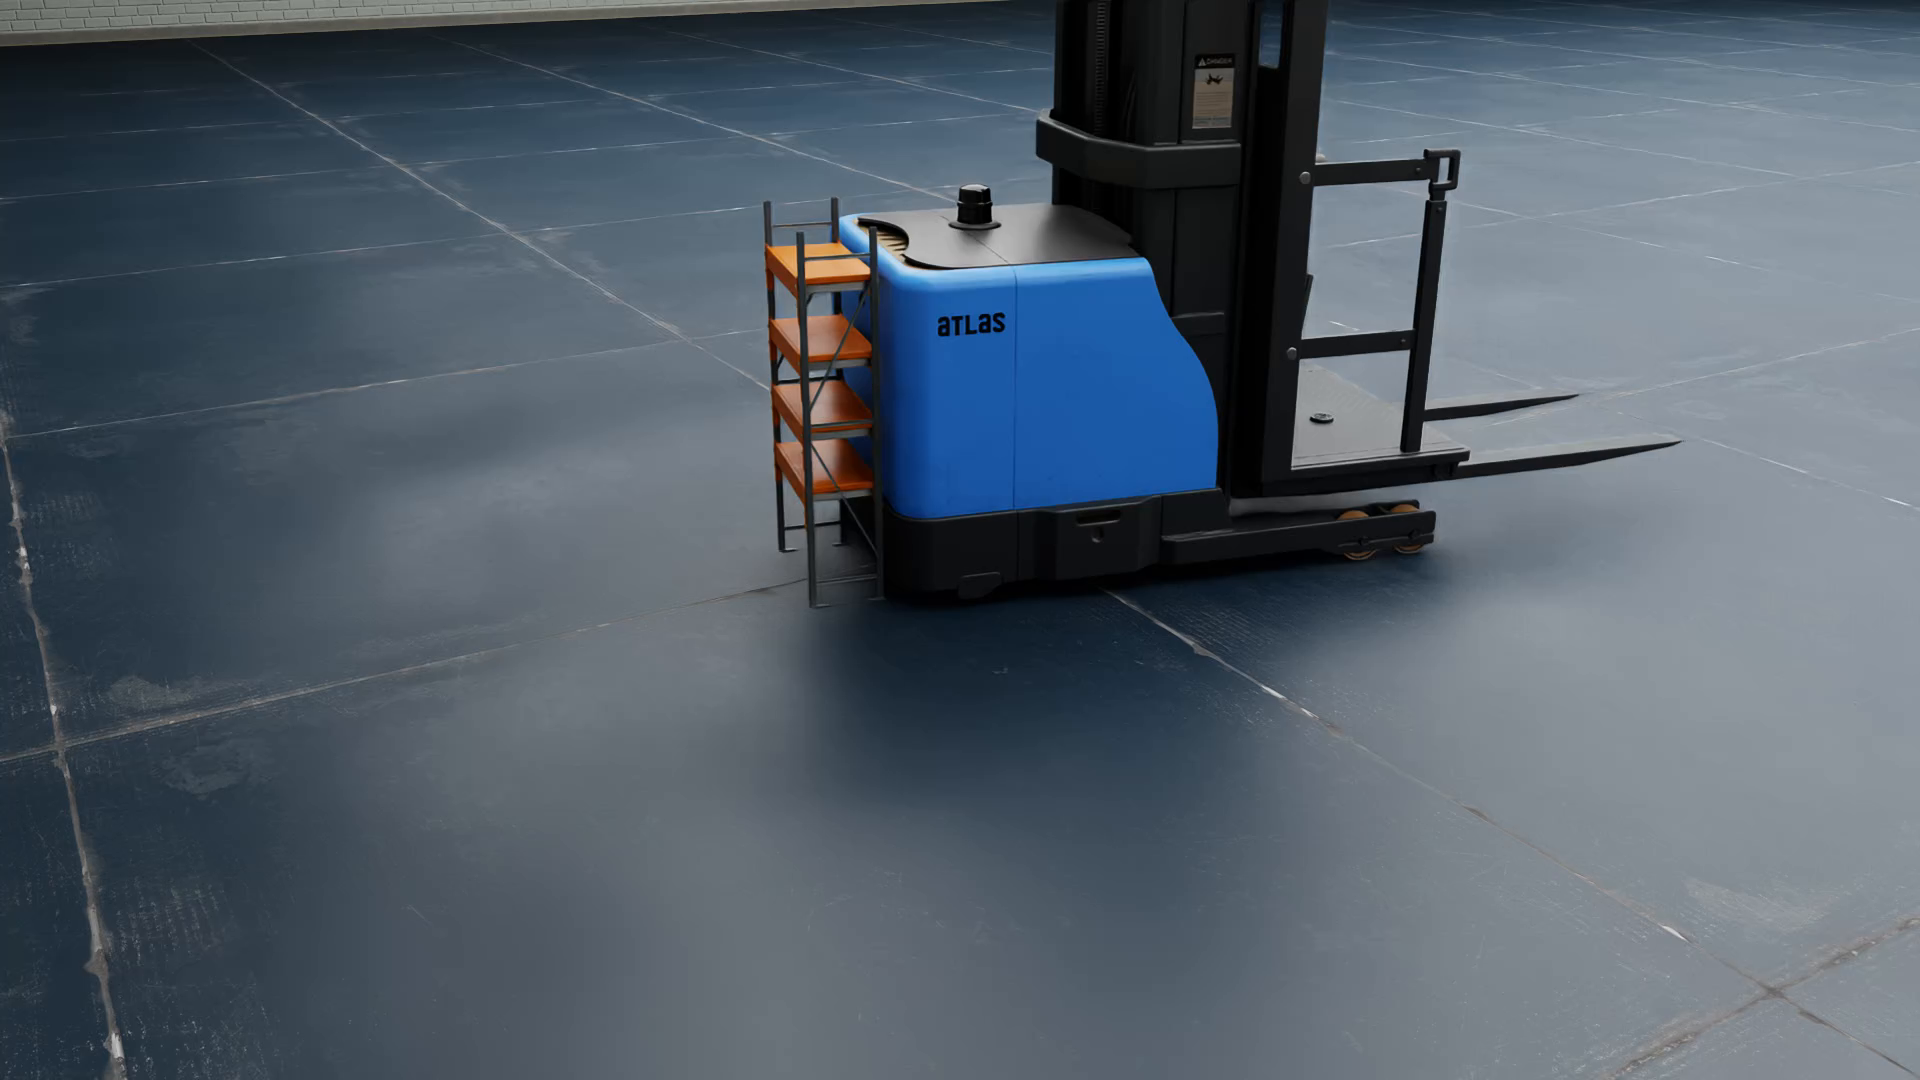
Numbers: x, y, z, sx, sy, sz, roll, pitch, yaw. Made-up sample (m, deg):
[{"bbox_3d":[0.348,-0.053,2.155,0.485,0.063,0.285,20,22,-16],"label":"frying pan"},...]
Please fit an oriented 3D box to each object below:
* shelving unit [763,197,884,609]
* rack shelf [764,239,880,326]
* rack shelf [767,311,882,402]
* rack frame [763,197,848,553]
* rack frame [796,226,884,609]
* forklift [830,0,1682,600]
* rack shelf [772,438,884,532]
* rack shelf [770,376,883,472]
[{"bbox_3d":[-0.433,-0.440,5.302,0.258,1.200,0.503,-7,23,-16],"label":"shelving unit"},{"bbox_3d":[-0.433,-0.804,5.154,0.258,0.148,0.480,-7,23,-16],"label":"rack shelf"},{"bbox_3d":[-0.433,-0.585,5.243,0.258,0.148,0.480,-7,23,-16],"label":"rack shelf"},{"bbox_3d":[-0.506,-0.528,5.517,0.240,1.200,0.015,-7,23,-16],"label":"rack frame"},{"bbox_3d":[-0.360,-0.353,5.086,0.240,1.200,0.015,-7,23,-16],"label":"rack frame"},{"bbox_3d":[1.115,-1.472,5.540,3.031,2.935,1.130,-7,23,-16],"label":"forklift"},{"bbox_3d":[-0.433,-0.194,5.402,0.258,0.148,0.480,-7,23,-16],"label":"rack shelf"},{"bbox_3d":[-0.433,-0.378,5.327,0.258,0.148,0.480,-7,23,-16],"label":"rack shelf"}]
